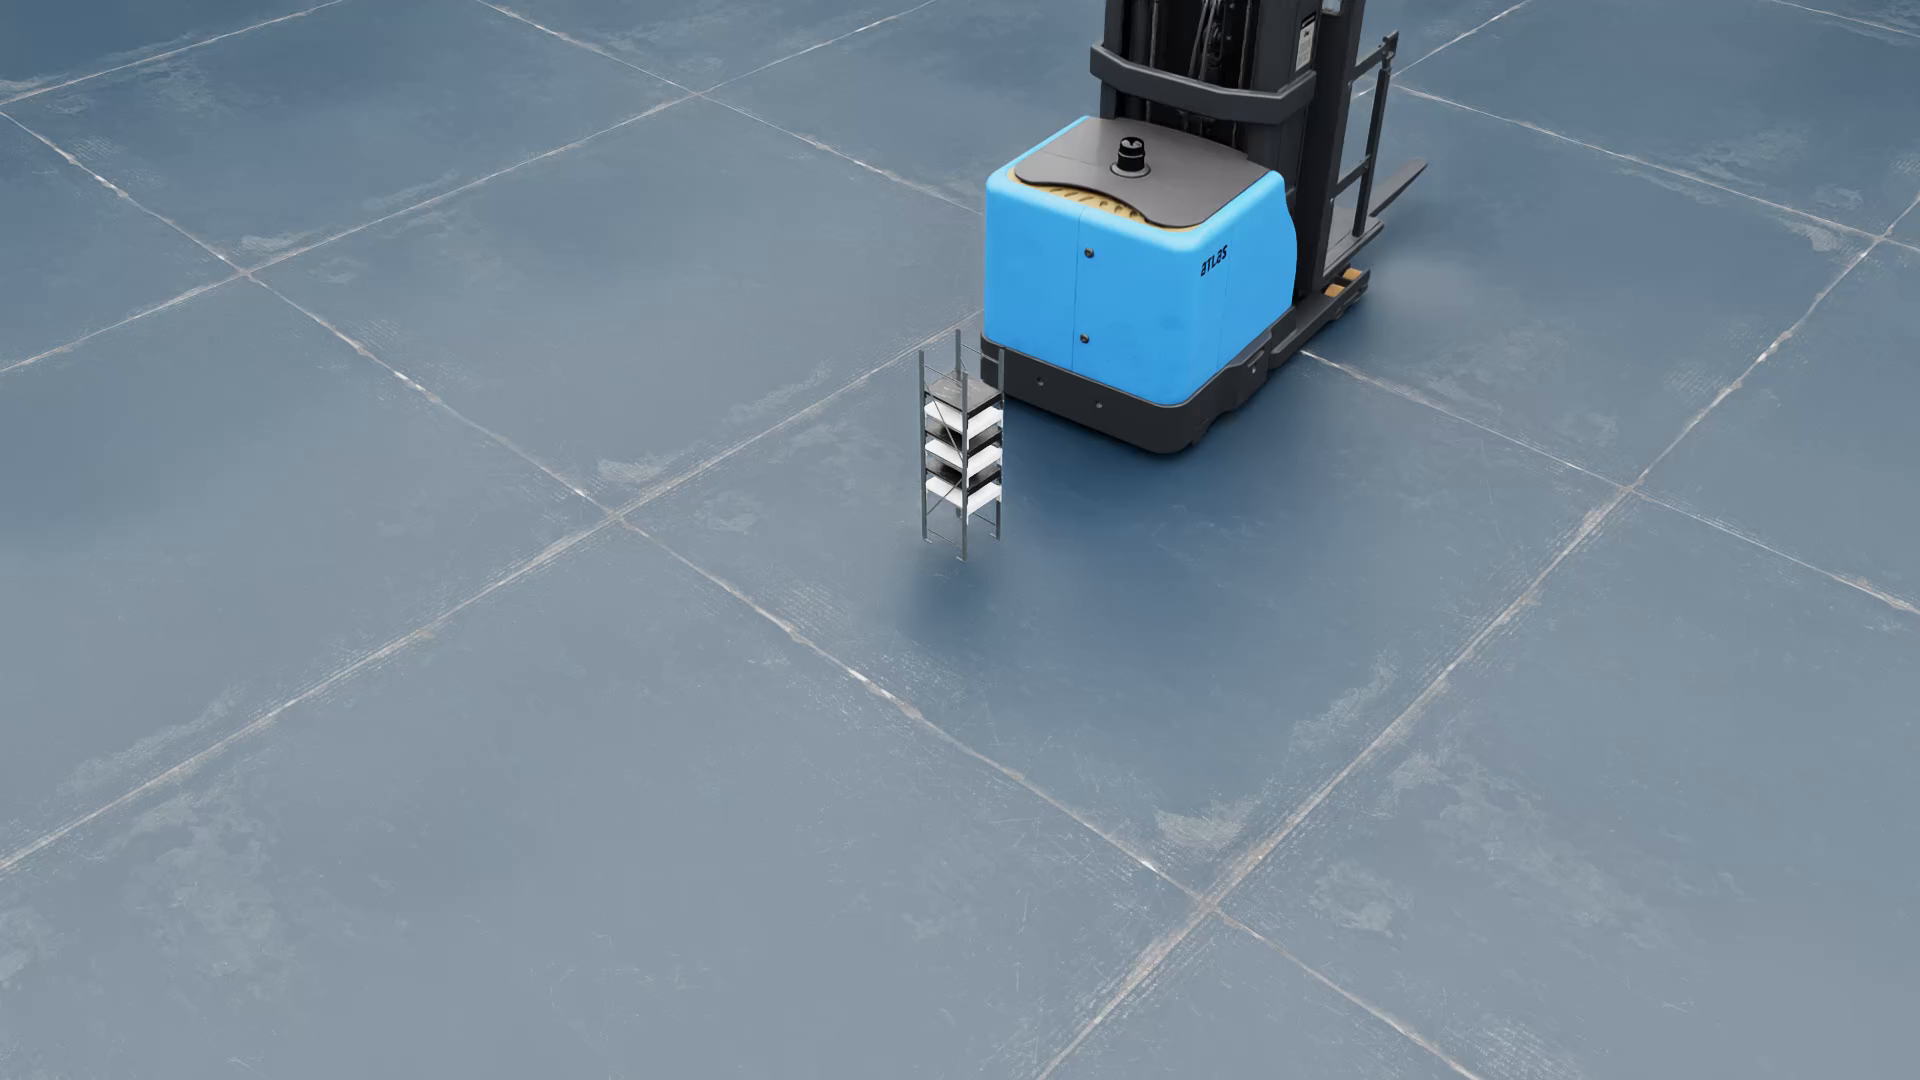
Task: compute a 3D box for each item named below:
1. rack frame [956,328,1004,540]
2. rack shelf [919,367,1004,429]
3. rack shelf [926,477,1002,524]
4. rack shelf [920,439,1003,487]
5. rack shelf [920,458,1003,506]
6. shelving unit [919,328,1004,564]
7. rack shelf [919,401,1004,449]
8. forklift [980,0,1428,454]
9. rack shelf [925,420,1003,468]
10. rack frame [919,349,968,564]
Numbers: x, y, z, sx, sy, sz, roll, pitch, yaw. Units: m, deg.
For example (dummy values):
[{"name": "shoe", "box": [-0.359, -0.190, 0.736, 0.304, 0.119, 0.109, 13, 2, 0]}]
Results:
[{"name": "rack frame", "box": [0.074, -0.403, 6.533, 0.240, 0.900, 0.006, 30, 47, 32]}, {"name": "rack shelf", "box": [0.005, -0.541, 6.327, 0.258, 0.077, 0.200, 30, 47, 32]}, {"name": "rack shelf", "box": [0.005, -0.189, 6.607, 0.258, 0.077, 0.200, 30, 47, 32]}, {"name": "rack shelf", "box": [0.005, -0.330, 6.495, 0.258, 0.077, 0.200, 30, 47, 32]}, {"name": "rack shelf", "box": [0.005, -0.259, 6.551, 0.258, 0.077, 0.200, 30, 47, 32]}, {"name": "shelving unit", "box": [0.005, -0.356, 6.475, 0.258, 0.900, 0.210, 30, 47, 32]}, {"name": "rack shelf", "box": [0.005, -0.471, 6.383, 0.258, 0.077, 0.200, 30, 47, 32]}, {"name": "forklift", "box": [1.366, -2.386, 7.396, 1.130, 2.935, 3.031, 24, 45, 27]}, {"name": "rack shelf", "box": [0.005, -0.400, 6.439, 0.258, 0.077, 0.200, 30, 47, 32]}, {"name": "rack frame", "box": [-0.063, -0.309, 6.416, 0.240, 0.900, 0.006, 30, 47, 32]}]
